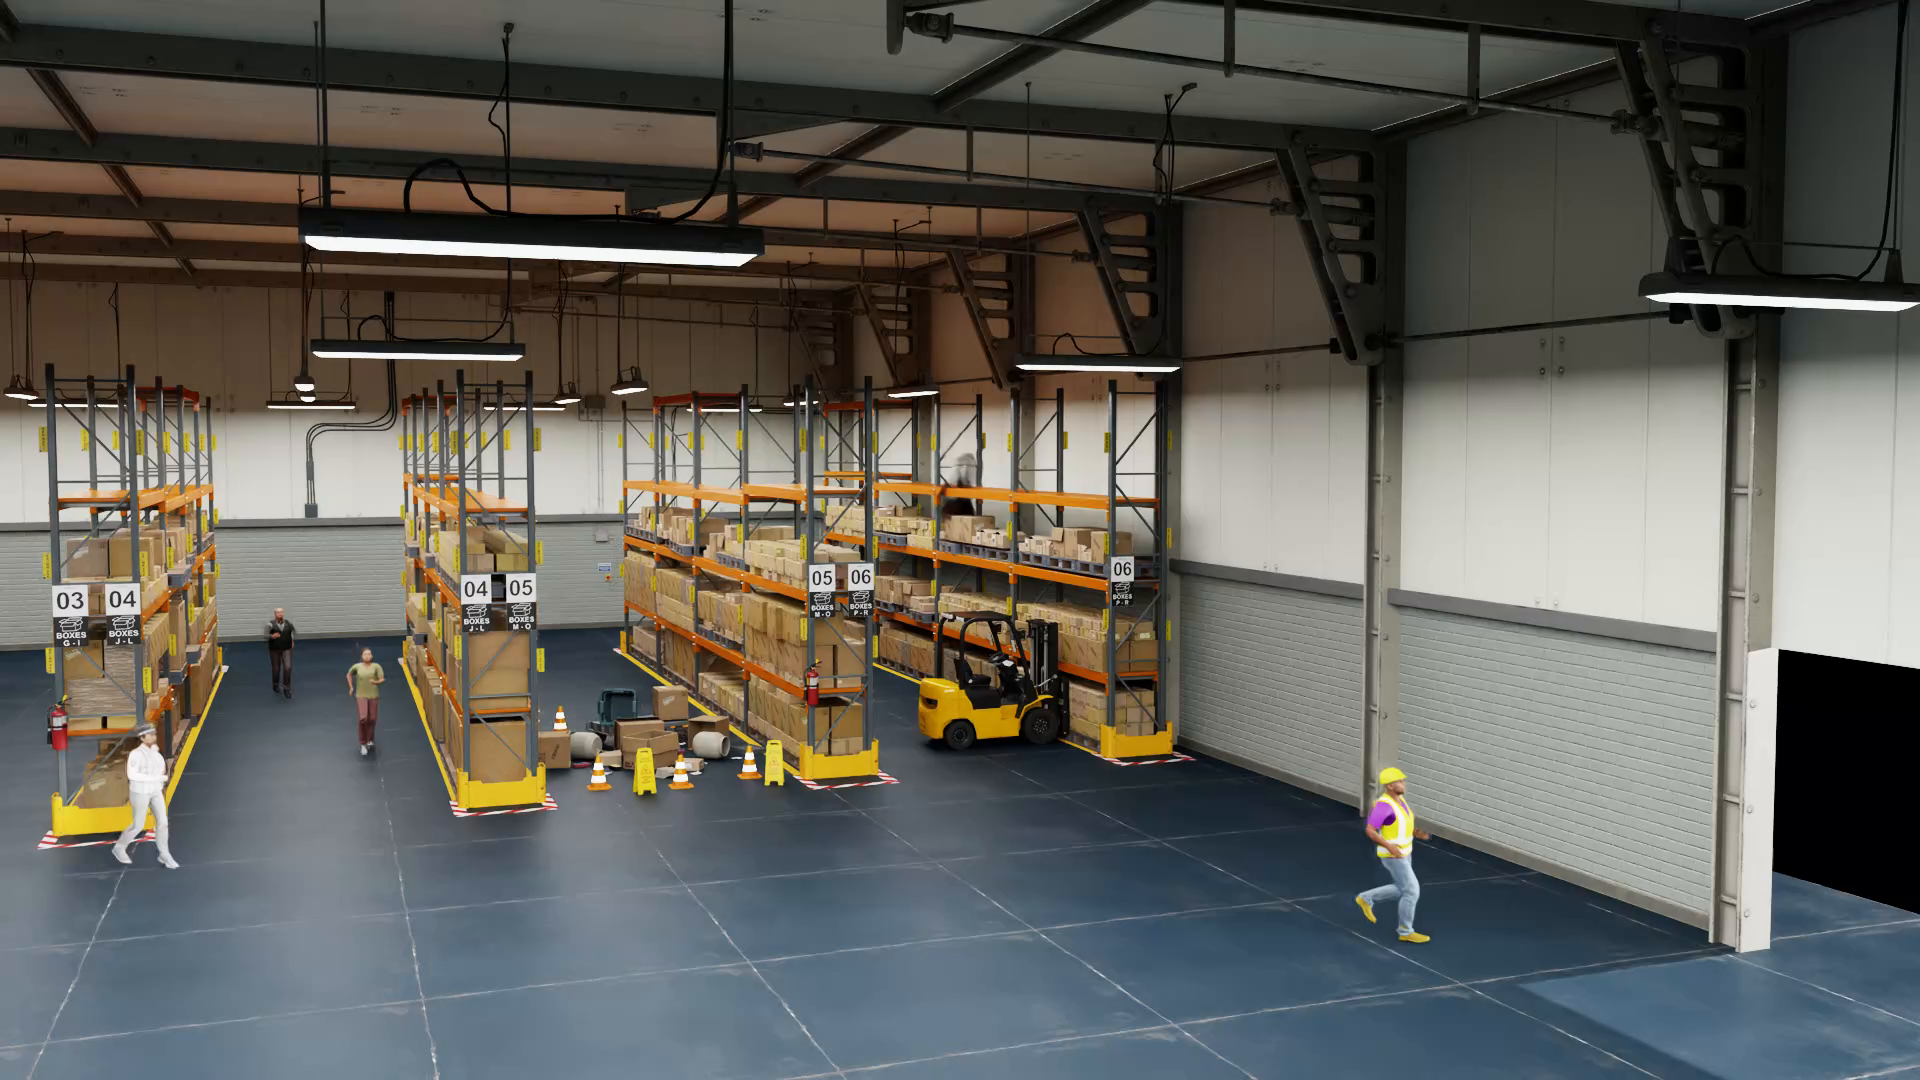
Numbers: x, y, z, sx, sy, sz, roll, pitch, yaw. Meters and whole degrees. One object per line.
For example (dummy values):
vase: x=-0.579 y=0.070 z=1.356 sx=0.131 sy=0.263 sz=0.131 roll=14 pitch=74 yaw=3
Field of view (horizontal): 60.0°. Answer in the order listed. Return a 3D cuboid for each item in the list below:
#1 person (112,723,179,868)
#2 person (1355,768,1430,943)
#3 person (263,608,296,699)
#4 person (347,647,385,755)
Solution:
person: x=-9.617 y=3.013 z=19.618 sx=0.803 sy=1.741 sz=0.630 roll=1 pitch=3 yaw=14
person: x=4.355 y=3.158 z=16.768 sx=0.795 sy=1.731 sz=0.711 roll=2 pitch=4 yaw=31
person: x=-13.391 y=2.247 z=32.772 sx=0.650 sy=1.677 sz=0.826 roll=-2 pitch=4 yaw=-30
person: x=-9.612 y=2.592 z=26.962 sx=0.543 sy=1.720 sz=0.723 roll=-2 pitch=4 yaw=-28
